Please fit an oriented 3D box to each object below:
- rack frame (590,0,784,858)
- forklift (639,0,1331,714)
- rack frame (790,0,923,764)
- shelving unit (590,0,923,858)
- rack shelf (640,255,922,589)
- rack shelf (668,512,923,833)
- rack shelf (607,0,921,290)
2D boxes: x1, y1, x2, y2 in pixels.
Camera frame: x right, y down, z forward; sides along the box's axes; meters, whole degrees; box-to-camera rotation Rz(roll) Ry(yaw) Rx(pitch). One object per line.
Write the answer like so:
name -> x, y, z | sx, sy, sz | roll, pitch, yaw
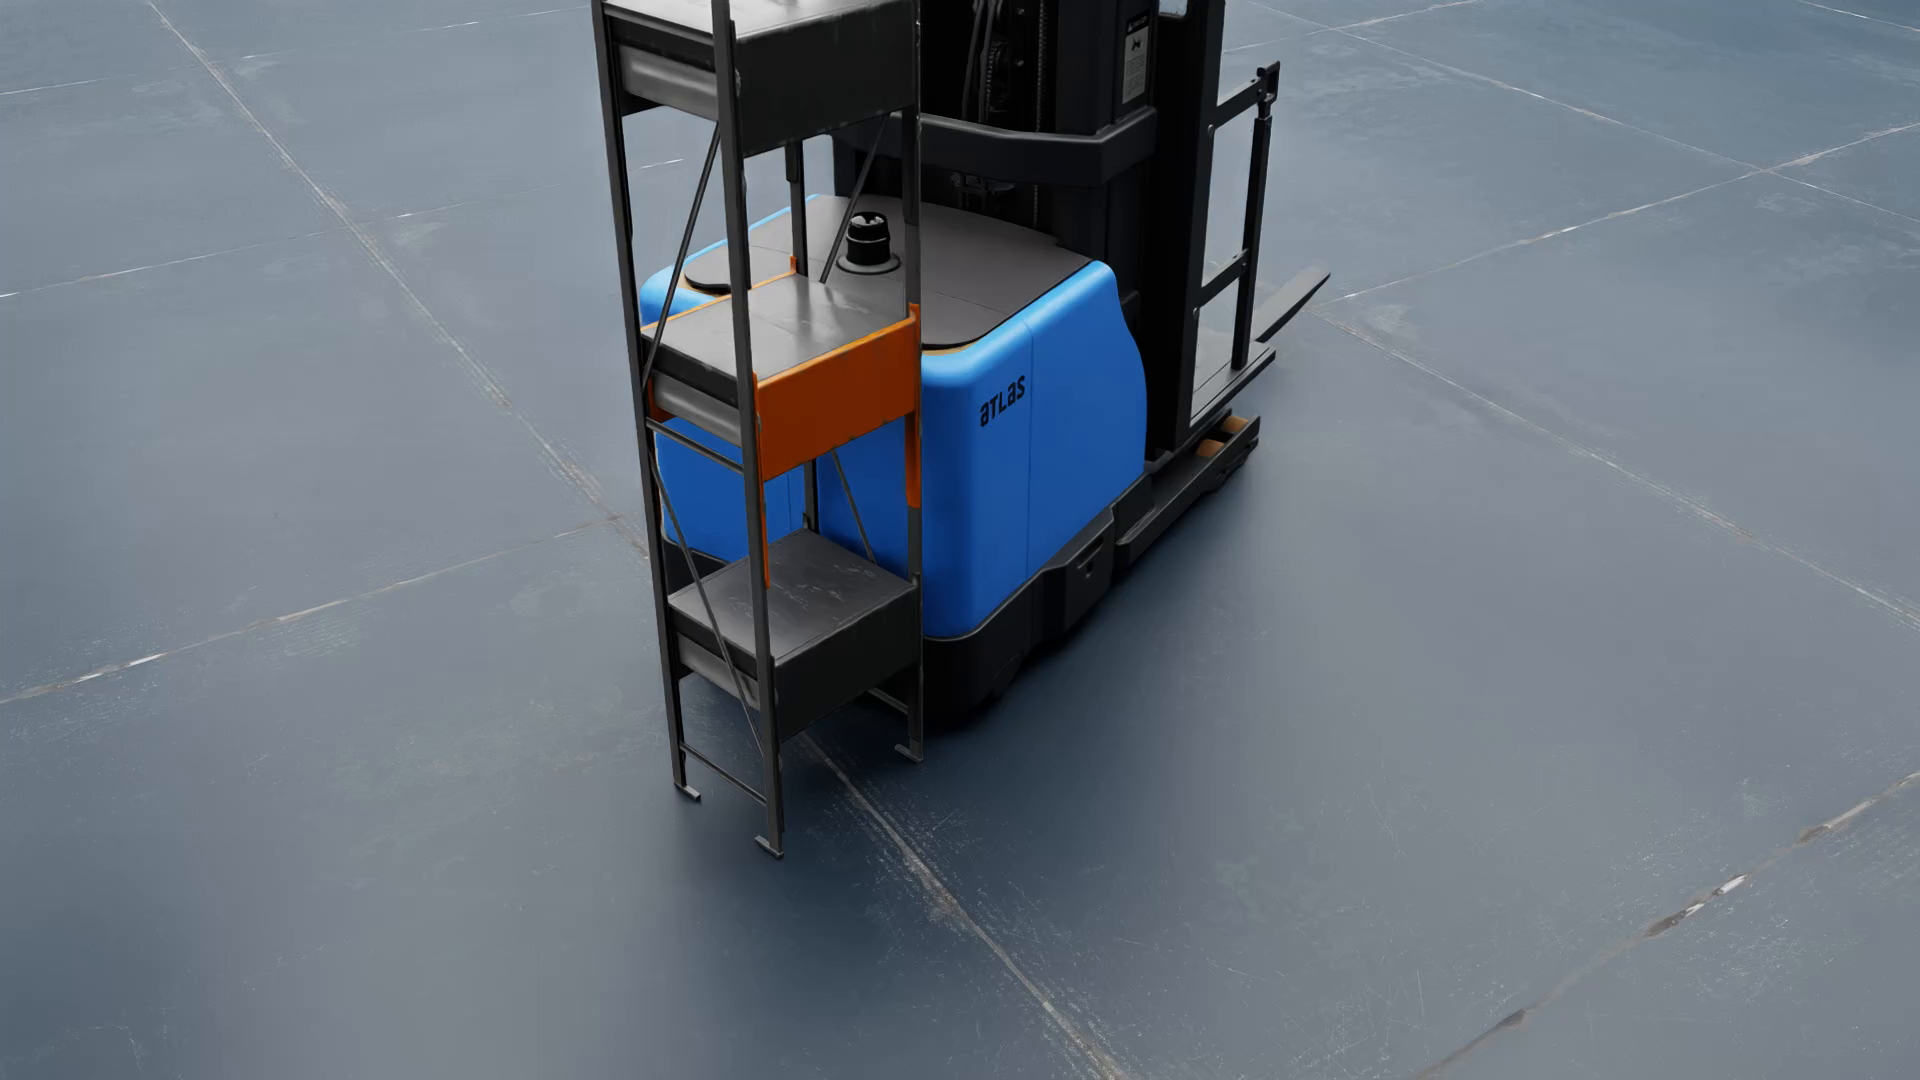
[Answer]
rack frame -> -0.570, -0.197, 3.584 | 0.400, 2.100, 0.015 | 26, 40, 35
forklift -> 0.361, -1.528, 4.925 | 1.130, 2.935, 3.031 | 19, 37, 27
rack frame -> -0.239, -0.384, 3.890 | 0.400, 2.100, 0.015 | 26, 40, 35
shelving unit -> -0.404, -0.290, 3.737 | 0.431, 2.100, 0.503 | 26, 40, 35
rack shelf -> -0.405, -0.279, 3.744 | 0.431, 0.518, 0.480 | 26, 40, 35
rack shelf -> -0.410, 0.316, 4.113 | 0.431, 0.518, 0.480 | 26, 40, 35
rack shelf -> -0.399, -0.873, 3.374 | 0.431, 0.518, 0.480 | 26, 40, 35
